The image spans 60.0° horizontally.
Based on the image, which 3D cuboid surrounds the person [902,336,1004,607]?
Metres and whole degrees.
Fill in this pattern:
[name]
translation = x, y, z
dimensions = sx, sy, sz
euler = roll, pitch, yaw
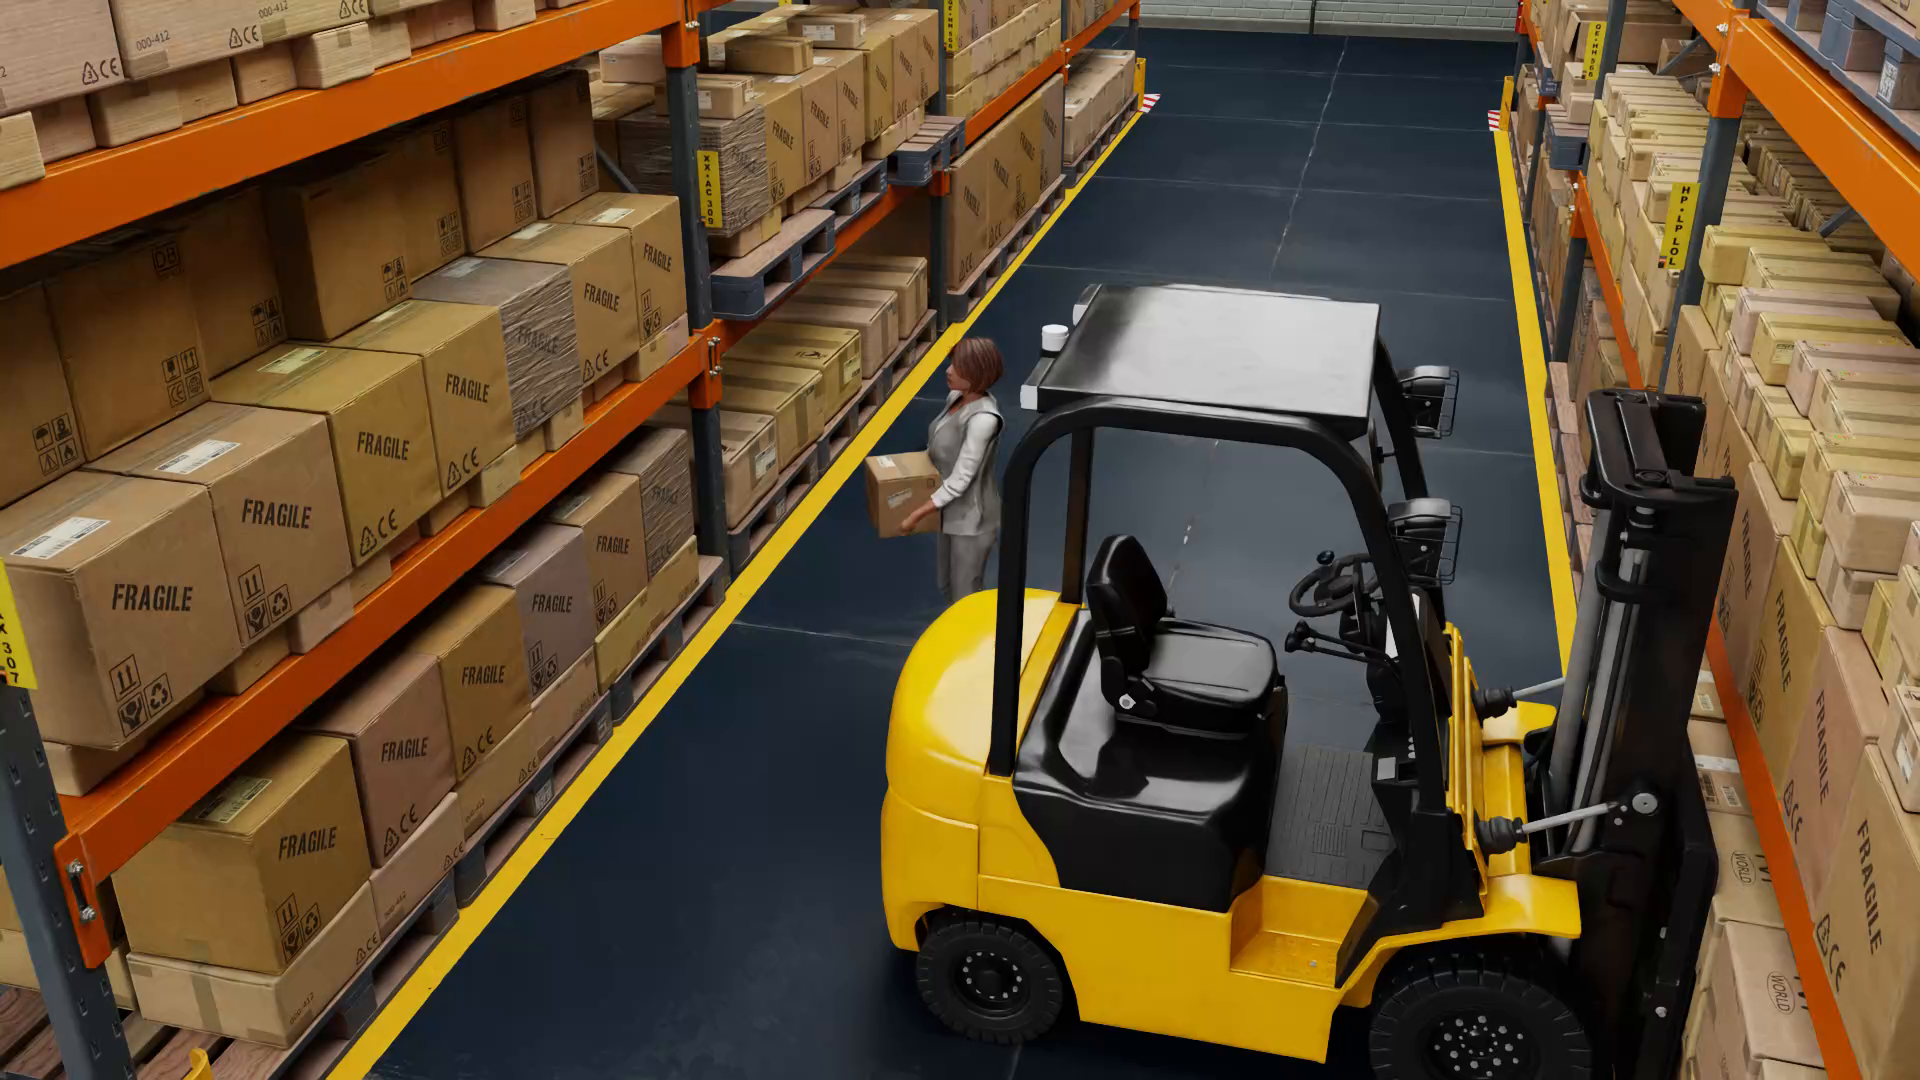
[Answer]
[person]
translation = -0.069, -0.059, 6.744
dimensions = 0.486, 1.595, 0.412
euler = -6, 26, -12
